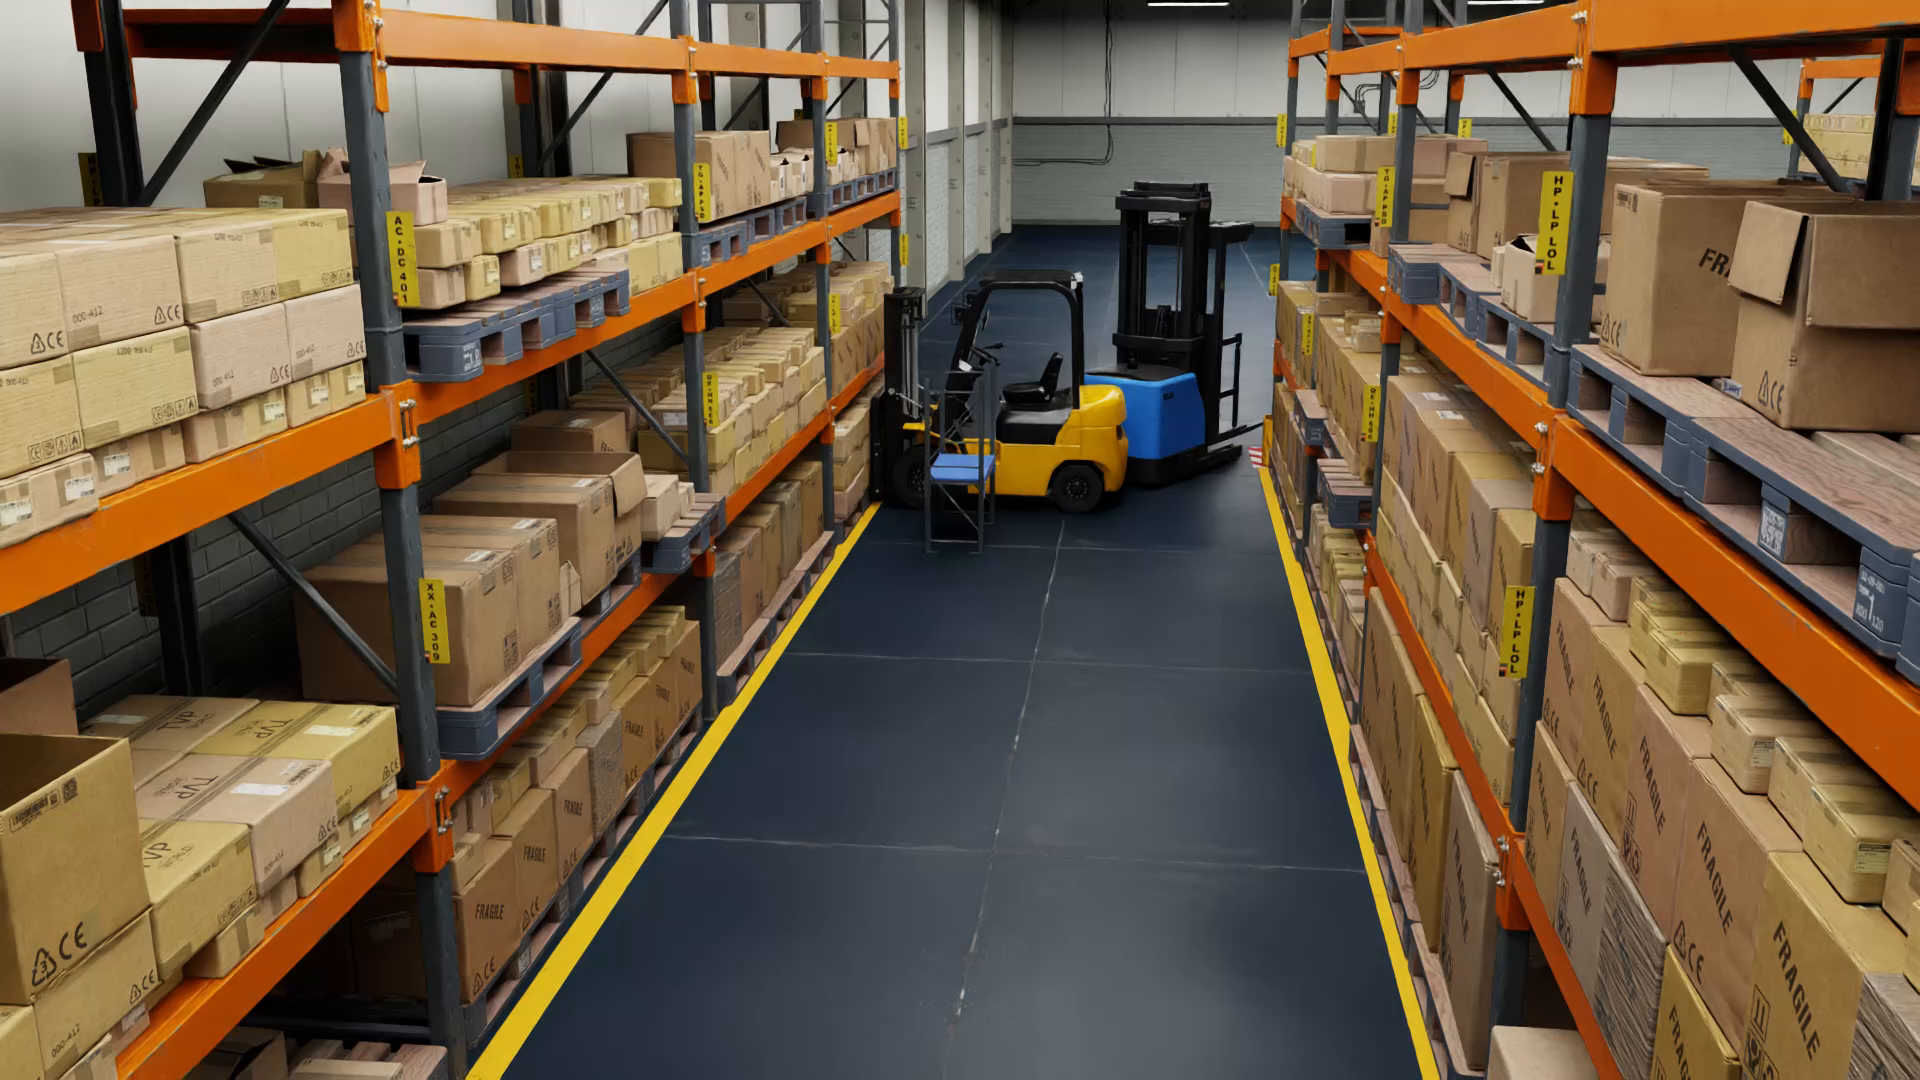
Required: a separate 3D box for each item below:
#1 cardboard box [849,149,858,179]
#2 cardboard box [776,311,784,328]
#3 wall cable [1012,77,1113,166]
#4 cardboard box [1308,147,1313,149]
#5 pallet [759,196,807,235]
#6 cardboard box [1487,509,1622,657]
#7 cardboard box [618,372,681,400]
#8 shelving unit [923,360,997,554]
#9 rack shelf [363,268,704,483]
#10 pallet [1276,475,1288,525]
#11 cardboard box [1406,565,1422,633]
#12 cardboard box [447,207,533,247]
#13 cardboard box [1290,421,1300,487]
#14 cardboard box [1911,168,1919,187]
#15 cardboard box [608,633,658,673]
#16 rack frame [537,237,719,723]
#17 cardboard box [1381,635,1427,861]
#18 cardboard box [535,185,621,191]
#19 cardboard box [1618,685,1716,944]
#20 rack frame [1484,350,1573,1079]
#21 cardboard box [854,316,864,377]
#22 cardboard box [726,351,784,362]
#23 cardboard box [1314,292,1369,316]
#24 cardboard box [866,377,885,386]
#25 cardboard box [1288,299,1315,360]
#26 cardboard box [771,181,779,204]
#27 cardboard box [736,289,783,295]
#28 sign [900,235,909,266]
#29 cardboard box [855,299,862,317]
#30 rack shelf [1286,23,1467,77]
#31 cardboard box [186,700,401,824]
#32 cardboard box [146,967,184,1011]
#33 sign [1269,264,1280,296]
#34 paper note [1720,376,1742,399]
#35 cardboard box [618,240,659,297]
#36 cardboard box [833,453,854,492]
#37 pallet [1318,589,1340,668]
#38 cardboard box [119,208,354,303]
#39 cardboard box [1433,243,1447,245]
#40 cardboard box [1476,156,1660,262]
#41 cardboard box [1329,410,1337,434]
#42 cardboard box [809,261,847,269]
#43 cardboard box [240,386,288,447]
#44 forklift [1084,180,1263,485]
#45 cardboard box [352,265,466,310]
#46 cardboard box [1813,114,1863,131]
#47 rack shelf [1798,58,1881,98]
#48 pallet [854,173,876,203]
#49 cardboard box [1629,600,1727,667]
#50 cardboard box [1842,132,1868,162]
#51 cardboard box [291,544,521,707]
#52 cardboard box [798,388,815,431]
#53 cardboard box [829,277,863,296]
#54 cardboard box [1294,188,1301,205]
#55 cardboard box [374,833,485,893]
[{"bbox_3d":[-1.115,-3.381,14.934,0.396,0.266,0.258,1,15,5],"label":"cardboard box"},{"bbox_3d":[-1.771,-1.958,14.721,0.380,0.149,0.250,2,15,8],"label":"cardboard box"},{"bbox_3d":[2.925,-12.157,48.331,3.097,2.526,0.112,2,15,6],"label":"wall cable"},{"bbox_3d":[3.247,-3.364,14.565,0.380,0.149,0.250,2,15,7],"label":"cardboard box"},{"bbox_3d":[-1.671,-2.497,12.772,0.805,0.209,1.217,1,15,4],"label":"pallet"},{"bbox_3d":[2.247,0.195,6.087,0.500,0.500,0.500,2,15,8],"label":"cardboard box"},{"bbox_3d":[-2.126,-1.053,11.375,0.380,0.149,0.250,2,15,6],"label":"cardboard box"},{"bbox_3d":[0.010,-0.746,14.548,0.538,1.500,1.048,2,15,6],"label":"shelving unit"},{"bbox_3d":[-2.261,-0.916,7.933,1.077,0.370,4.000,2,15,6],"label":"rack shelf"},{"bbox_3d":[3.524,-0.372,15.634,1.003,0.211,1.213,2,15,6],"label":"pallet"},{"bbox_3d":[2.487,0.273,8.192,0.500,0.250,0.500,2,15,8],"label":"cardboard box"},{"bbox_3d":[-1.984,-1.285,6.838,0.380,0.149,0.250,1,15,5],"label":"cardboard box"},{"bbox_3d":[3.204,-0.756,14.739,0.500,0.500,0.500,2,15,7],"label":"cardboard box"},{"bbox_3d":[8.087,-2.986,13.699,0.380,0.149,0.250,2,15,6],"label":"cardboard box"},{"bbox_3d":[-1.913,0.632,9.321,0.380,0.149,0.250,1,15,4],"label":"cardboard box"},{"bbox_3d":[-2.035,-0.334,10.149,1.000,3.000,0.127,2,15,6],"label":"rack frame"},{"bbox_3d":[2.632,1.043,8.326,0.875,0.875,0.875,2,15,7],"label":"cardboard box"},{"bbox_3d":[-1.965,-1.747,8.583,0.380,0.149,0.250,1,15,5],"label":"cardboard box"},{"bbox_3d":[2.019,0.698,4.227,0.500,0.500,0.500,2,15,7],"label":"cardboard box"},{"bbox_3d":[2.446,0.849,5.775,1.000,3.000,0.127,2,15,6],"label":"rack frame"},{"bbox_3d":[-1.176,-1.794,15.357,0.500,0.500,0.500,2,15,6],"label":"cardboard box"},{"bbox_3d":[-1.517,-1.305,12.307,0.380,0.149,0.250,2,15,7],"label":"cardboard box"},{"bbox_3d":[2.944,-1.822,12.844,0.380,0.149,0.250,2,15,6],"label":"cardboard box"},{"bbox_3d":[-0.926,-1.505,17.030,0.500,0.250,0.500,2,15,7],"label":"cardboard box"},{"bbox_3d":[3.310,-1.942,15.334,0.500,0.500,0.500,1,15,5],"label":"cardboard box"},{"bbox_3d":[-1.493,-2.454,11.731,0.380,0.149,0.250,2,15,6],"label":"cardboard box"},{"bbox_3d":[-1.796,-2.167,14.926,0.380,0.149,0.250,1,15,5],"label":"cardboard box"},{"bbox_3d":[-0.595,-3.062,17.568,0.100,0.325,0.005,2,15,6],"label":"sign"},{"bbox_3d":[-1.114,-2.138,15.390,0.380,0.149,0.250,1,15,4],"label":"cardboard box"},{"bbox_3d":[3.574,-4.292,14.678,1.077,0.370,4.000,2,15,6],"label":"rack shelf"},{"bbox_3d":[-2.302,0.772,5.778,0.500,0.250,0.500,2,15,8],"label":"cardboard box"},{"bbox_3d":[-2.482,1.250,4.776,0.380,0.149,0.250,2,15,7],"label":"cardboard box"},{"bbox_3d":[3.261,-2.697,17.231,0.100,0.325,0.005,2,15,6],"label":"sign"},{"bbox_3d":[1.653,-0.328,3.570,0.006,0.032,0.123,2,15,6],"label":"paper note"},{"bbox_3d":[-1.908,-1.438,8.776,0.500,0.250,0.500,2,15,6],"label":"cardboard box"},{"bbox_3d":[-1.223,-0.604,14.655,0.500,0.250,0.500,2,15,6],"label":"cardboard box"},{"bbox_3d":[3.127,0.640,11.892,1.003,0.211,1.213,2,15,6],"label":"pallet"},{"bbox_3d":[-2.304,-0.919,5.326,0.500,0.250,0.500,2,15,6],"label":"cardboard box"},{"bbox_3d":[2.744,-1.668,9.817,0.380,0.149,0.250,2,15,6],"label":"cardboard box"},{"bbox_3d":[2.974,-1.625,8.182,0.700,0.500,0.500,1,15,3],"label":"cardboard box"},{"bbox_3d":[2.798,-0.836,11.684,0.380,0.149,0.250,2,15,8],"label":"cardboard box"},{"bbox_3d":[-1.383,-2.833,17.387,0.380,0.149,0.250,1,15,5],"label":"cardboard box"},{"bbox_3d":[-2.303,-0.388,5.085,0.380,0.149,0.250,2,15,8],"label":"cardboard box"},{"bbox_3d":[2.376,-2.297,17.541,1.130,2.935,3.031,10,18,34],"label":"forklift"},{"bbox_3d":[-2.058,-0.940,6.129,0.380,0.149,0.250,2,15,7],"label":"cardboard box"},{"bbox_3d":[8.347,-3.964,15.786,0.380,0.149,0.250,2,15,7],"label":"cardboard box"},{"bbox_3d":[8.504,-3.980,14.288,1.077,0.370,4.000,2,15,6],"label":"rack shelf"},{"bbox_3d":[-1.373,-3.314,15.593,1.003,0.211,1.213,2,15,6],"label":"pallet"},{"bbox_3d":[2.063,0.276,4.543,0.380,0.149,0.250,2,15,6],"label":"cardboard box"},{"bbox_3d":[8.308,-3.534,14.958,0.500,0.250,0.500,2,15,6],"label":"cardboard box"},{"bbox_3d":[-2.210,0.334,6.684,0.700,0.500,0.500,2,15,8],"label":"cardboard box"},{"bbox_3d":[-1.432,-1.030,13.010,0.500,0.250,0.500,2,15,6],"label":"cardboard box"},{"bbox_3d":[-1.131,-2.416,15.847,0.380,0.149,0.250,2,15,7],"label":"cardboard box"},{"bbox_3d":[3.298,-3.178,15.404,0.380,0.149,0.250,2,15,7],"label":"cardboard box"},{"bbox_3d":[-2.182,1.310,6.814,0.380,0.149,0.250,2,15,9],"label":"cardboard box"}]
